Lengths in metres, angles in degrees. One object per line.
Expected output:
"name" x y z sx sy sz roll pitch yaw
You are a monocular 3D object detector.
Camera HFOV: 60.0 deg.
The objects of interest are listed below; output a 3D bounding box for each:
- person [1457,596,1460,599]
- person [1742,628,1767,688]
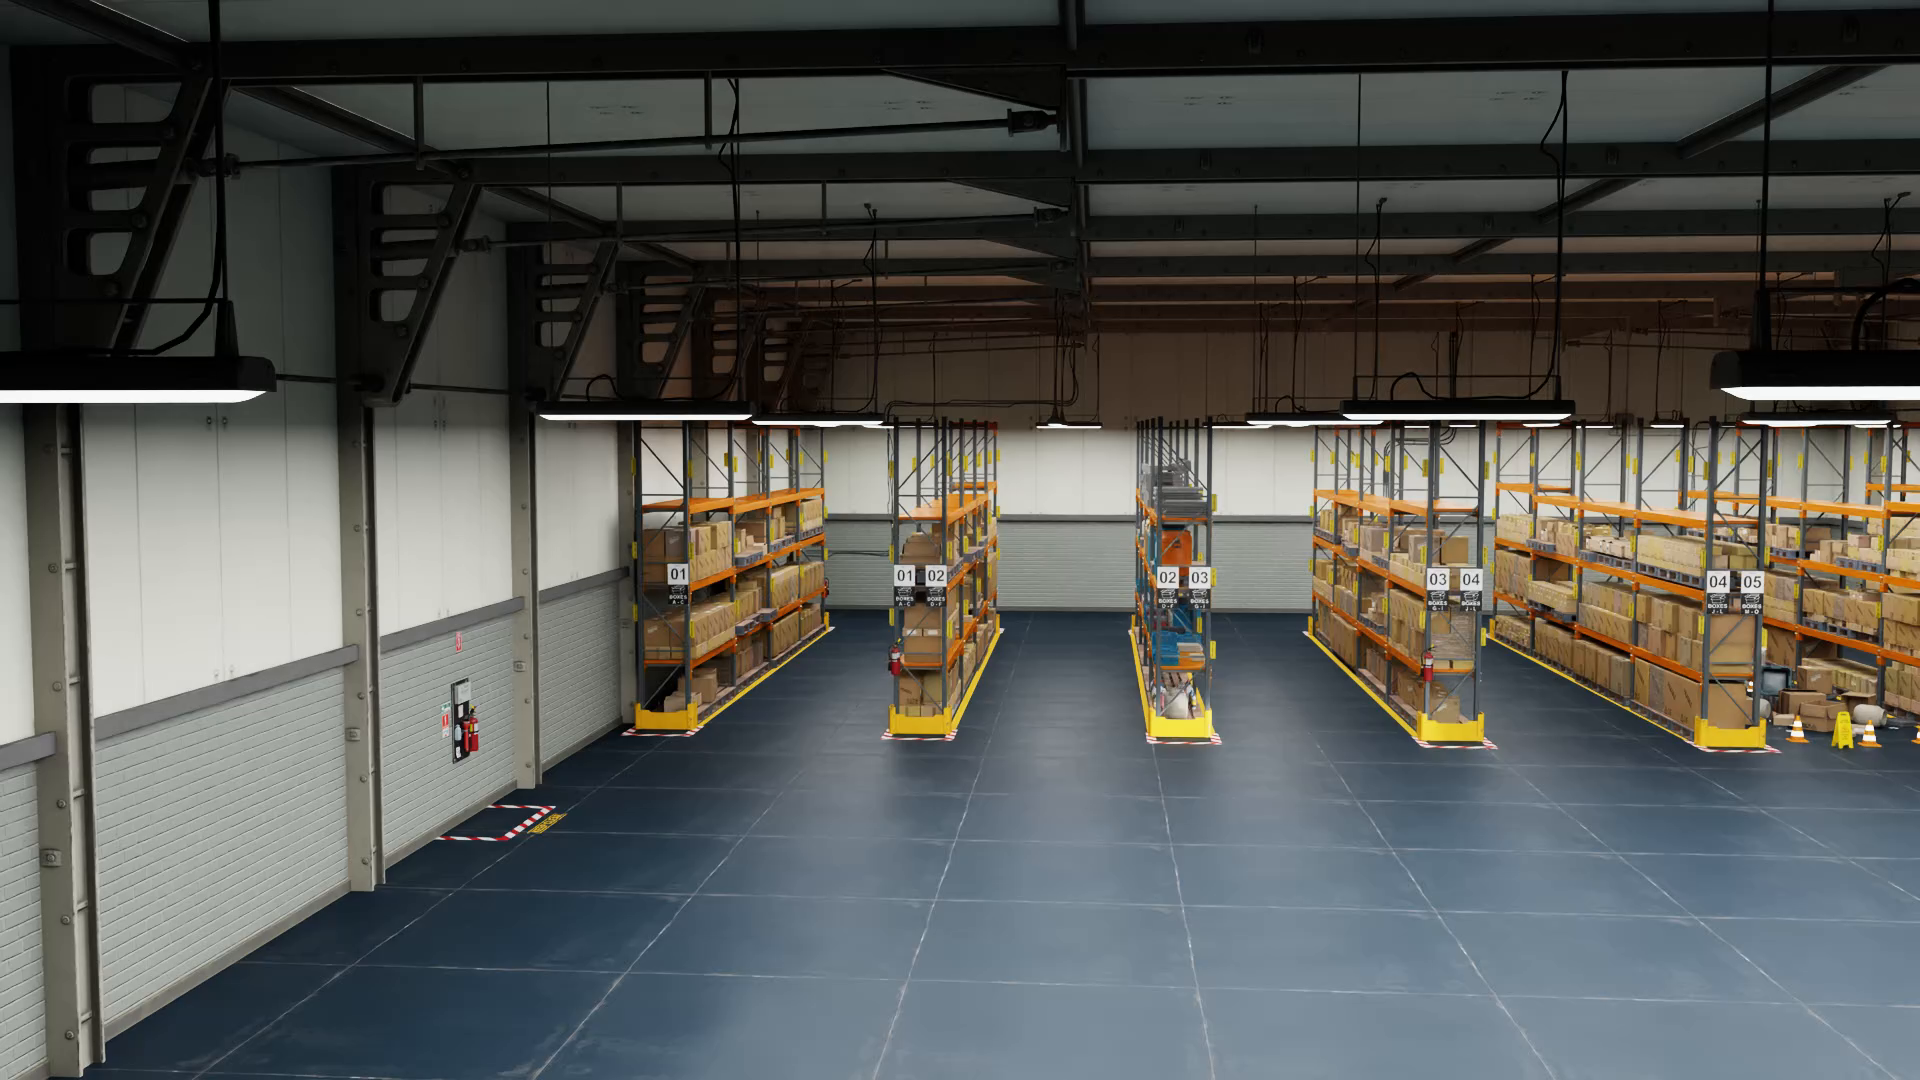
"person" 13.410 2.057 44.233 0.665 1.561 0.730 1 4 14
"person" 17.604 2.517 36.795 0.501 1.687 0.695 0 4 -7
